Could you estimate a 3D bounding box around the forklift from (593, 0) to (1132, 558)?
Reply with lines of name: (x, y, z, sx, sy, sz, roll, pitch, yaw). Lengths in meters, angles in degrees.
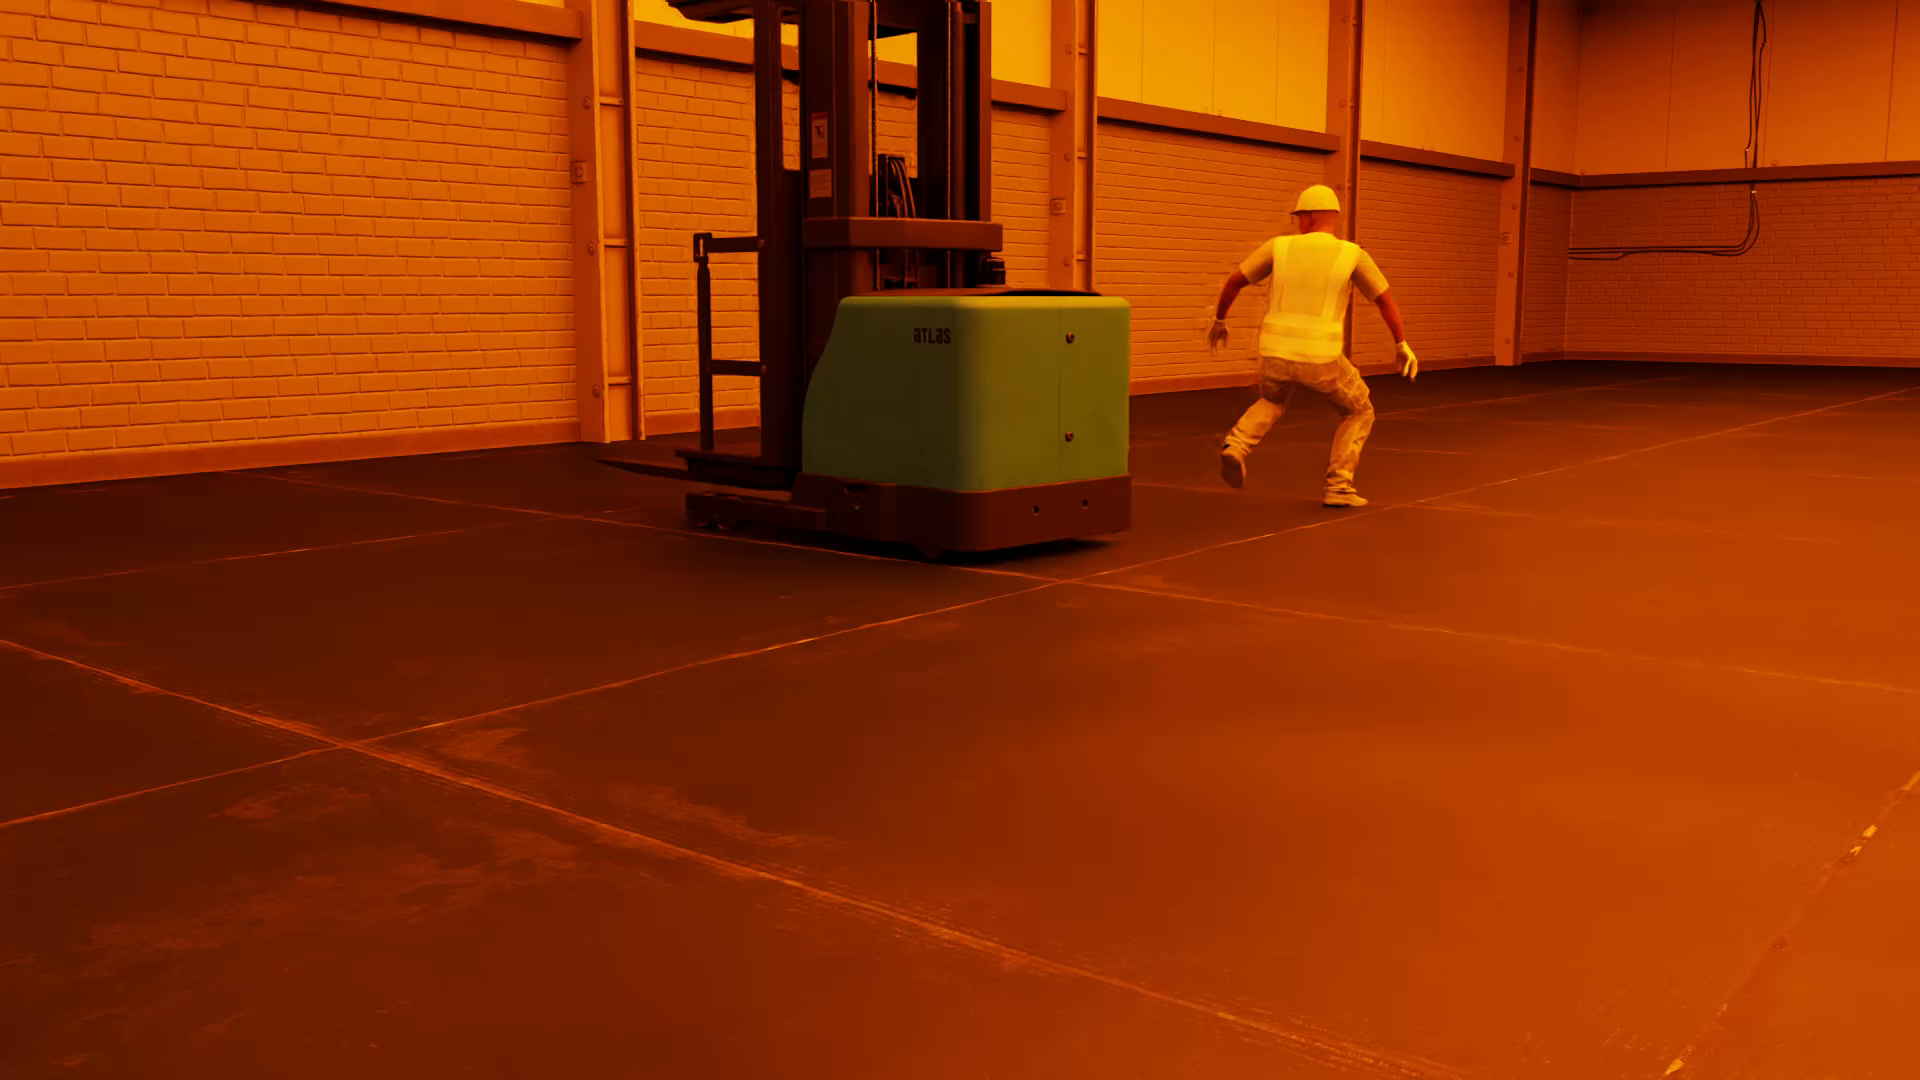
forklift: (-0.643, -1.536, 7.776, 1.130, 2.935, 3.031, -8, 12, -44)

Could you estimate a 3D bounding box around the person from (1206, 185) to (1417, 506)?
person: (1.818, -0.994, 8.618, 1.033, 1.659, 0.524, 5, 10, 32)
